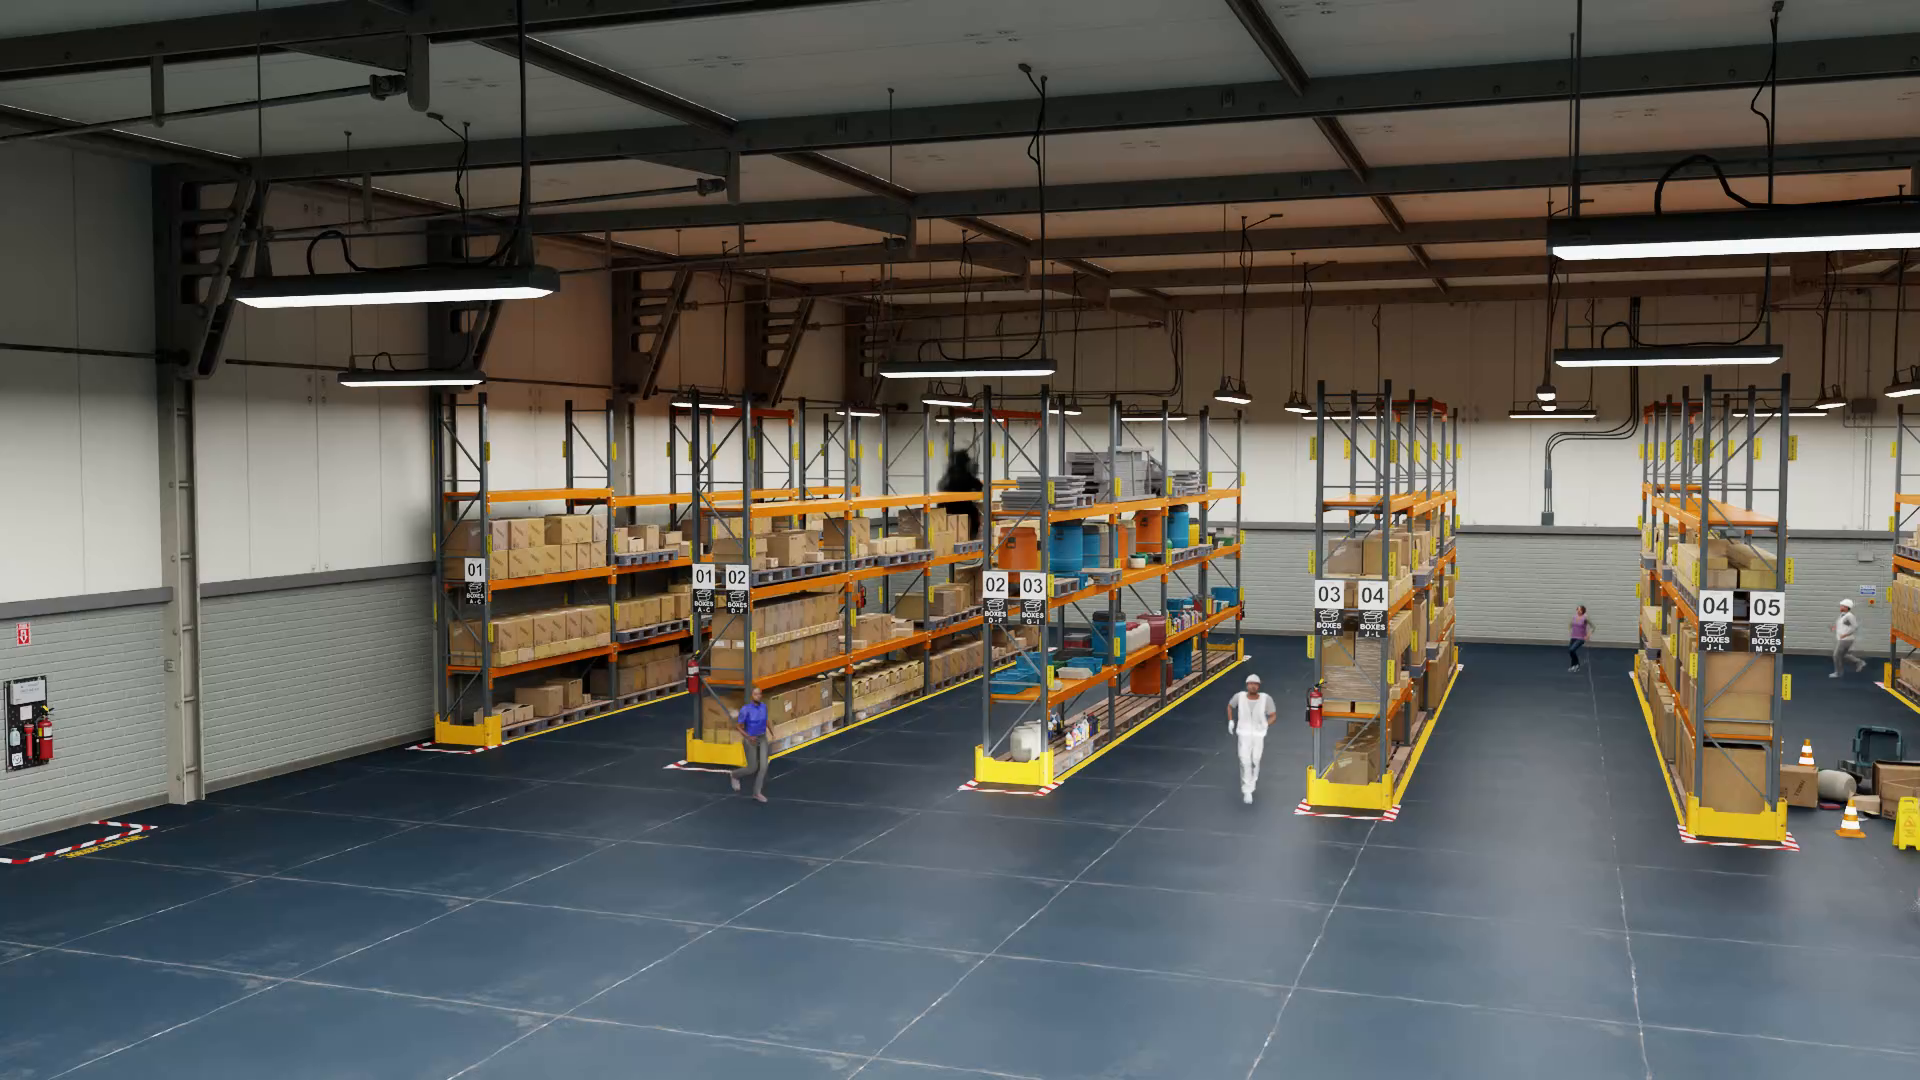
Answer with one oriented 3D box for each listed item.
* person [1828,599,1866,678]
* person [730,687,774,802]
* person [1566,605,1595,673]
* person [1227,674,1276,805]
[{"bbox_3d":[19.624,2.187,36.709,0.762,1.760,0.661,1,3,19],"label":"person"},{"bbox_3d":[-2.977,2.926,24.008,0.582,1.640,0.671,-3,4,-41],"label":"person"},{"bbox_3d":[13.926,2.227,37.443,0.572,1.547,0.601,-2,3,-29],"label":"person"},{"bbox_3d":[4.214,2.836,24.004,0.693,1.814,0.938,0,3,7],"label":"person"}]
